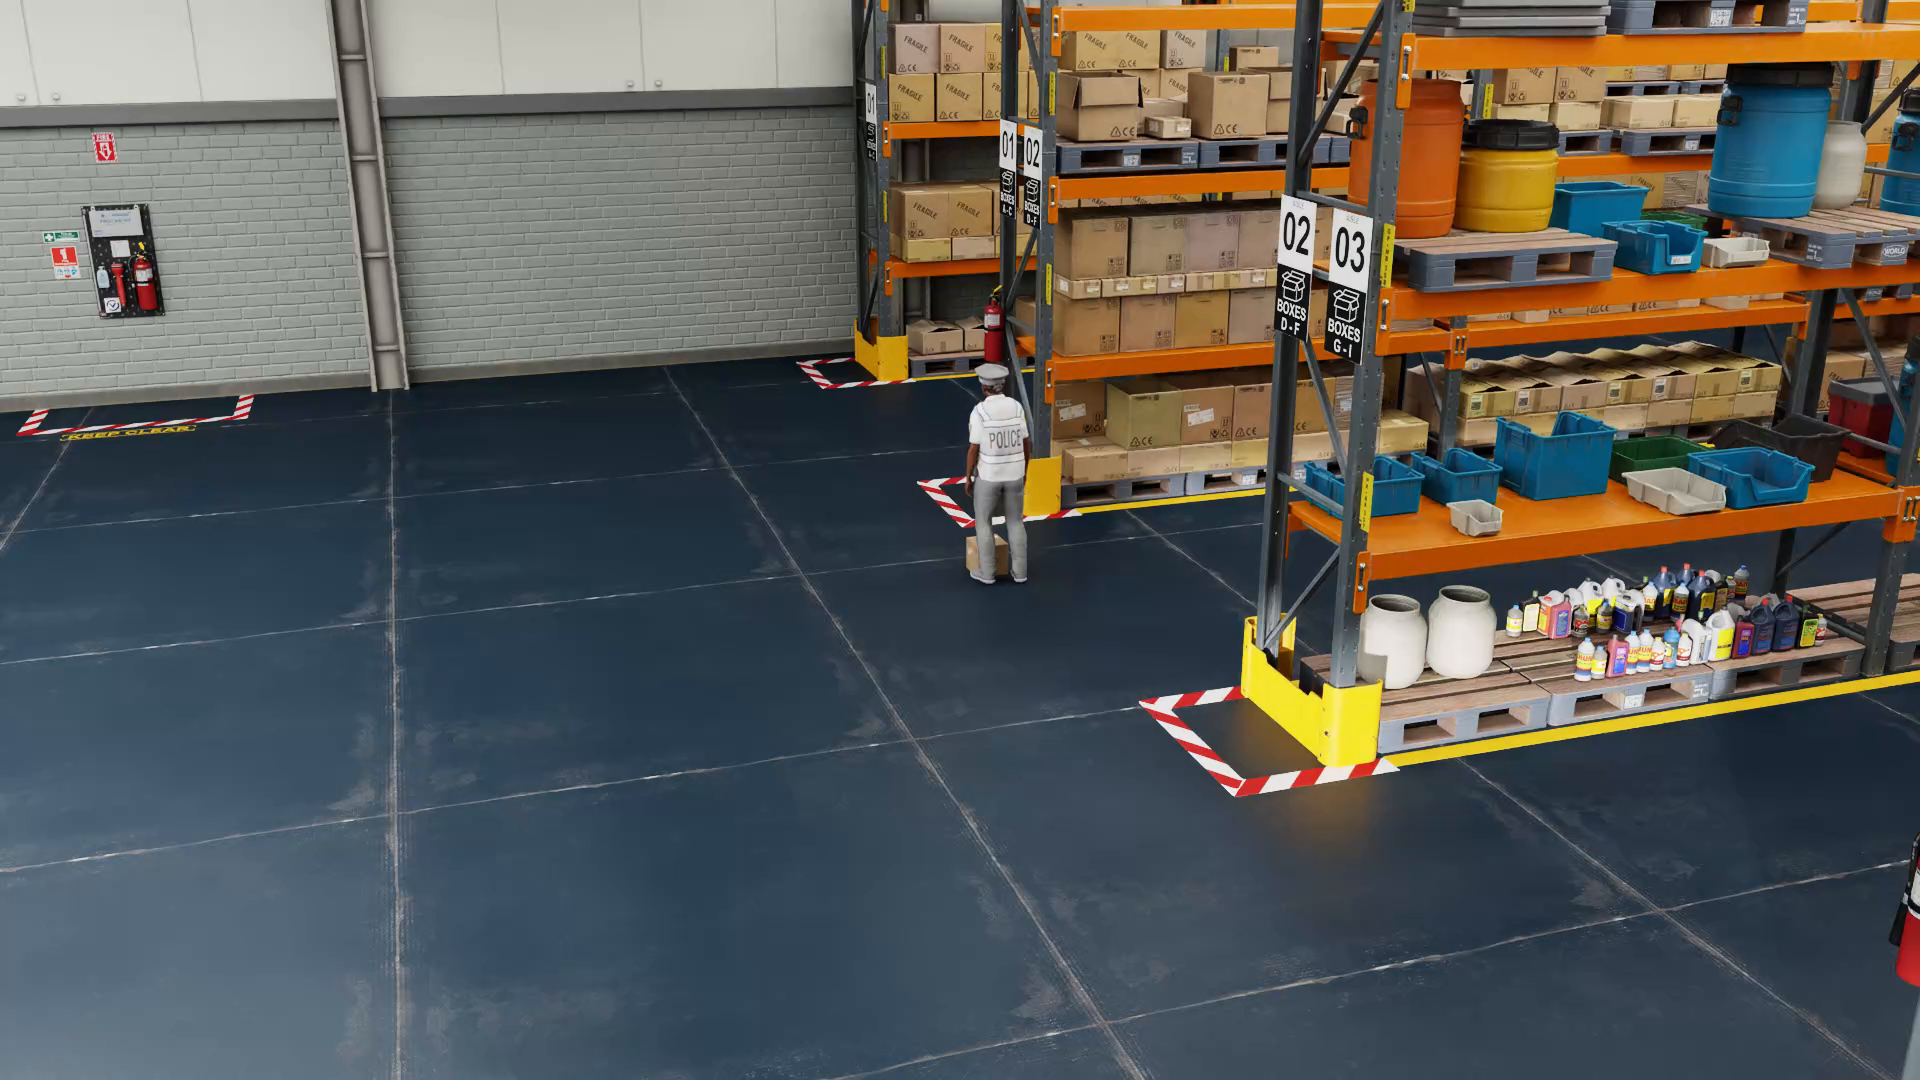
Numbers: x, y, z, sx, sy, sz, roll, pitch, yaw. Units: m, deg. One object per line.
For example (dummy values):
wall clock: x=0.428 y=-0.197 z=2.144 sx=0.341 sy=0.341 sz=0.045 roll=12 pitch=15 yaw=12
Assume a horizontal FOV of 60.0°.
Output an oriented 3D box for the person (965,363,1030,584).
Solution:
person: x=0.285 y=-0.474 z=12.416 sx=0.521 sy=1.659 sz=0.417 roll=-7 pitch=20 yaw=-19
